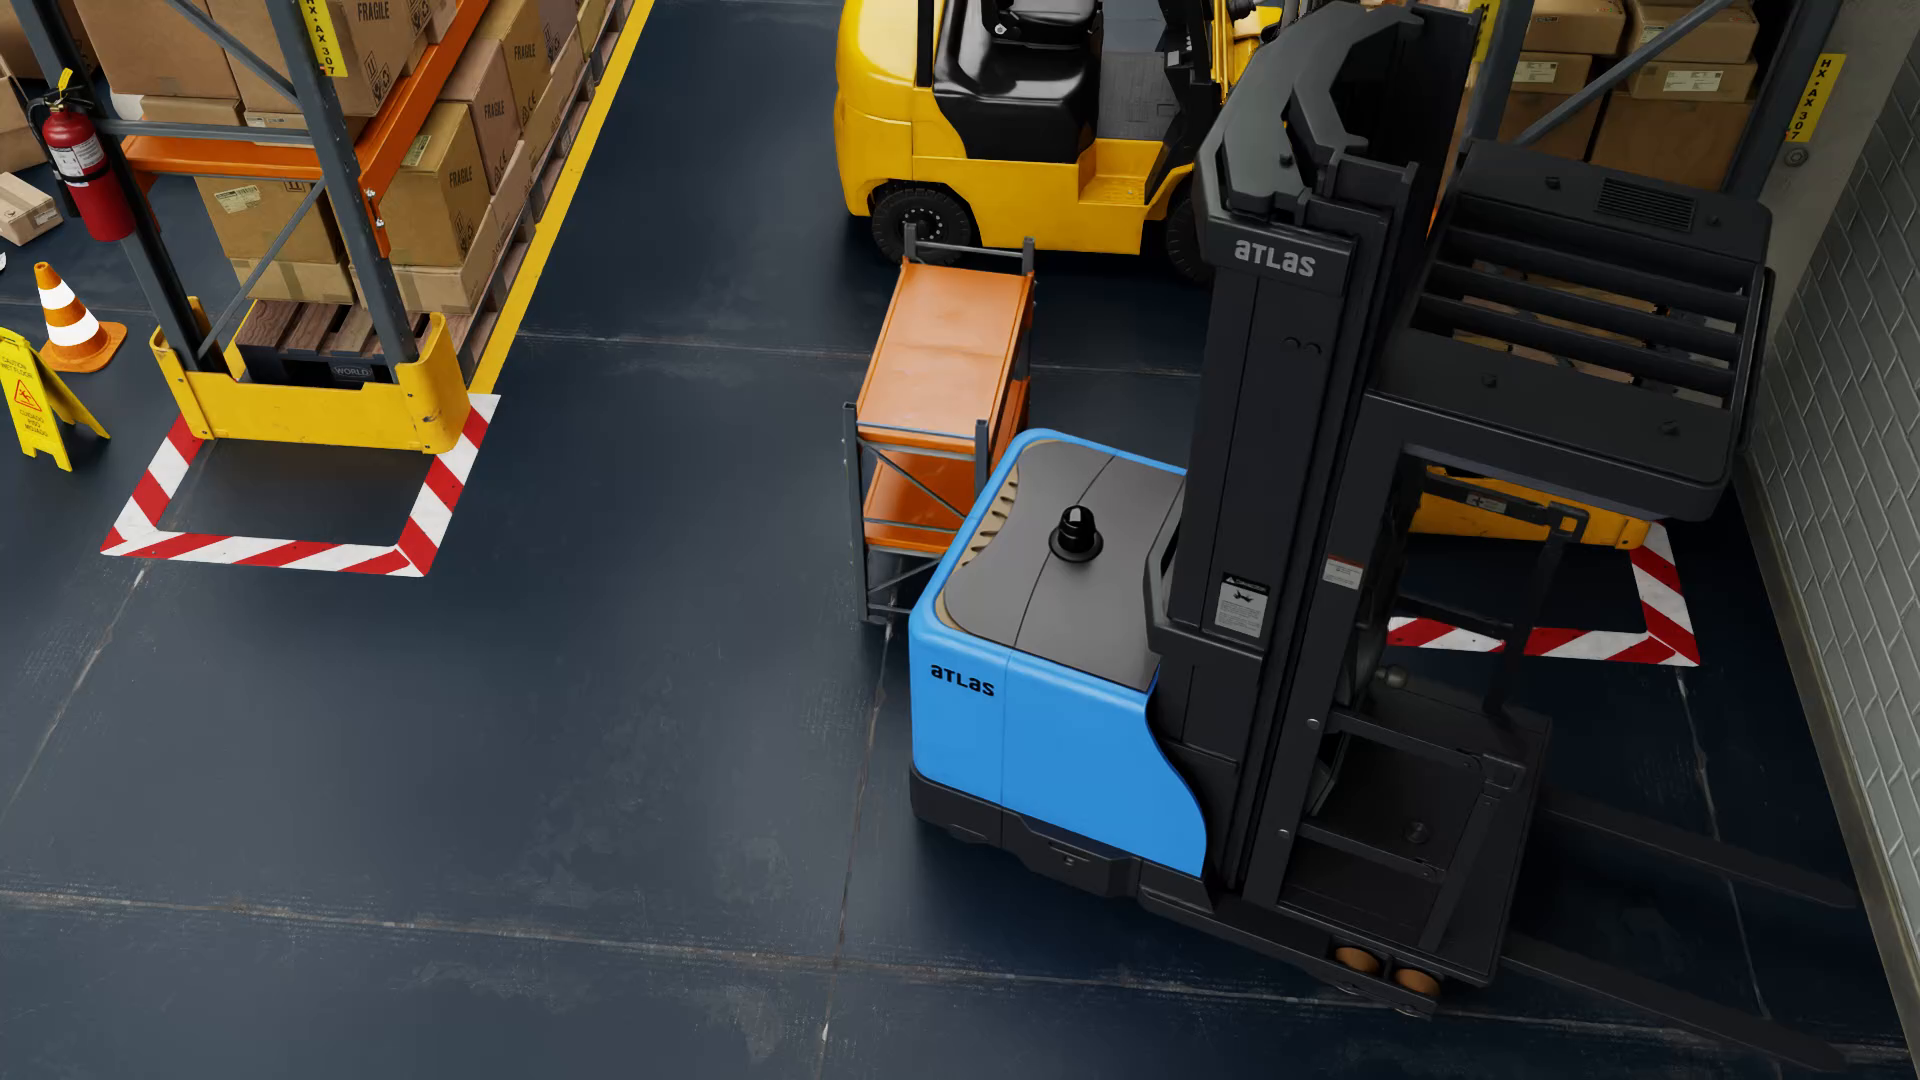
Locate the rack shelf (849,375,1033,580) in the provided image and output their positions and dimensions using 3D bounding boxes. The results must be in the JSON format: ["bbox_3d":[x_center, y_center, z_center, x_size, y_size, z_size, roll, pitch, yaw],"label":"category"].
[{"bbox_3d":[-0.058,-0.250,6.547,0.538,0.278,1.000,8,48,7],"label":"rack shelf"}]

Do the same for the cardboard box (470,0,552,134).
[{"bbox_3d":[-2.291,-2.296,7.888,0.500,0.500,0.500,5,48,4],"label":"cardboard box"}]

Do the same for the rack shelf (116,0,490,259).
[{"bbox_3d":[-2.556,-2.712,7.685,1.077,0.370,4.000,4,48,4],"label":"rack shelf"}]

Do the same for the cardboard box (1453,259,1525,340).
[{"bbox_3d":[1.937,-1.064,6.592,0.500,0.250,0.500,5,48,5],"label":"cardboard box"}]

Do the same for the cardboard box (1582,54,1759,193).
[{"bbox_3d":[2.527,-1.533,6.051,0.500,0.500,0.500,5,48,5],"label":"cardboard box"}]

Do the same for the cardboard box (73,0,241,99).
[{"bbox_3d":[-2.963,-2.036,6.310,0.500,0.500,0.500,3,48,3],"label":"cardboard box"}]

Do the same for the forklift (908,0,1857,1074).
[{"bbox_3d":[1.390,0.092,4.680,3.031,2.935,1.130,18,50,16],"label":"forklift"}]

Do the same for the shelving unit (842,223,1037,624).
[{"bbox_3d":[-0.058,-0.415,6.367,0.538,1.125,1.048,8,48,7],"label":"shelving unit"}]

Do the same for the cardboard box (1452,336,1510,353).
[{"bbox_3d":[1.938,-0.915,6.794,0.500,0.250,0.500,3,48,3],"label":"cardboard box"}]

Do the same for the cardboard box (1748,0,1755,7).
[{"bbox_3d":[2.535,-1.930,5.774,0.380,0.149,0.250,5,48,5],"label":"cardboard box"}]

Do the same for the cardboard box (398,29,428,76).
[{"bbox_3d":[-2.387,-2.012,6.727,0.380,0.149,0.250,2,48,2],"label":"cardboard box"}]

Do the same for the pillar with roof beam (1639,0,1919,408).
[{"bbox_3d":[-1.121,-3.919,4.236,9.100,9.000,0.400,4,48,4],"label":"pillar with roof beam"}]

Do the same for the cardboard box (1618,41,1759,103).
[{"bbox_3d":[2.494,-1.638,5.708,0.380,0.149,0.250,3,48,3],"label":"cardboard box"}]

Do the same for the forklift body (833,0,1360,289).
[{"bbox_3d":[0.561,-2.383,7.472,2.313,2.155,1.214,4,48,4],"label":"forklift body"}]

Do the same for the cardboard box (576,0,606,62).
[{"bbox_3d":[-2.198,-2.793,8.851,0.500,0.250,0.500,3,48,2],"label":"cardboard box"}]

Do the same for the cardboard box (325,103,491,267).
[{"bbox_3d":[-2.388,-1.543,7.199,0.500,0.500,0.500,2,48,2],"label":"cardboard box"}]

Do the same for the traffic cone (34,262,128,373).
[{"bbox_3d":[-3.984,-1.031,7.380,0.336,0.463,0.334,4,48,4],"label":"traffic cone"}]

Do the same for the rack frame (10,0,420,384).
[{"bbox_3d":[-2.738,-1.485,6.075,1.000,3.000,0.127,4,48,4],"label":"rack frame"}]

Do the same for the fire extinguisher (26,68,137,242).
[{"bbox_3d":[-3.207,-1.406,6.055,0.296,0.674,0.183,4,48,4],"label":"fire extinguisher"}]

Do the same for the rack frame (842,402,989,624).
[{"bbox_3d":[-0.151,-0.046,6.030,0.500,1.125,0.032,8,48,7],"label":"rack frame"}]

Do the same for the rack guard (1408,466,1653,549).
[{"bbox_3d":[2.203,-0.292,6.679,1.175,0.500,0.348,4,48,4],"label":"rack guard"}]

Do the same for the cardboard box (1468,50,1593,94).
[{"bbox_3d":[1.958,-1.680,5.746,0.380,0.149,0.250,5,48,4],"label":"cardboard box"}]

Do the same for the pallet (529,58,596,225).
[{"bbox_3d":[-2.508,-2.088,8.517,1.003,0.211,1.213,4,48,4],"label":"pallet"}]

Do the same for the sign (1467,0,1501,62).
[{"bbox_3d":[1.666,-1.671,5.300,0.100,0.325,0.005,4,48,4],"label":"sign"}]

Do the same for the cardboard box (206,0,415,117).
[{"bbox_3d":[-2.419,-1.948,6.230,0.500,0.500,0.500,3,48,3],"label":"cardboard box"}]

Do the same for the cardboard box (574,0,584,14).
[{"bbox_3d":[-2.205,-3.064,8.590,0.500,0.500,0.500,5,48,4],"label":"cardboard box"}]

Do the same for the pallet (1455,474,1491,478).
[{"bbox_3d":[2.233,-0.777,7.318,1.003,0.211,1.213,4,48,4],"label":"pallet"}]

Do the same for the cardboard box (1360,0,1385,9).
[{"bbox_3d":[2.123,-2.568,7.968,0.500,0.250,0.500,5,48,5],"label":"cardboard box"}]

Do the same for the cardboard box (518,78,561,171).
[{"bbox_3d":[-2.298,-2.049,8.170,0.500,0.250,0.500,7,48,6],"label":"cardboard box"}]

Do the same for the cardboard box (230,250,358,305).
[{"bbox_3d":[-2.930,-1.328,7.511,0.500,0.250,0.500,4,48,3],"label":"cardboard box"}]

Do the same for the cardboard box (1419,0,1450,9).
[{"bbox_3d":[2.045,-1.947,6.431,0.500,0.500,0.500,5,48,5],"label":"cardboard box"}]

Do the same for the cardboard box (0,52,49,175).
[{"bbox_3d":[-5.099,-2.103,8.333,0.797,0.503,0.637,-27,53,-23],"label":"cardboard box"}]

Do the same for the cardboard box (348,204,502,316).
[{"bbox_3d":[-2.389,-1.273,7.460,0.500,0.250,0.500,4,48,3],"label":"cardboard box"}]

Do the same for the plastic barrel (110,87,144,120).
[{"bbox_3d":[-4.058,-2.235,8.507,0.421,0.421,0.512,-36,57,-28],"label":"plastic barrel"}]
